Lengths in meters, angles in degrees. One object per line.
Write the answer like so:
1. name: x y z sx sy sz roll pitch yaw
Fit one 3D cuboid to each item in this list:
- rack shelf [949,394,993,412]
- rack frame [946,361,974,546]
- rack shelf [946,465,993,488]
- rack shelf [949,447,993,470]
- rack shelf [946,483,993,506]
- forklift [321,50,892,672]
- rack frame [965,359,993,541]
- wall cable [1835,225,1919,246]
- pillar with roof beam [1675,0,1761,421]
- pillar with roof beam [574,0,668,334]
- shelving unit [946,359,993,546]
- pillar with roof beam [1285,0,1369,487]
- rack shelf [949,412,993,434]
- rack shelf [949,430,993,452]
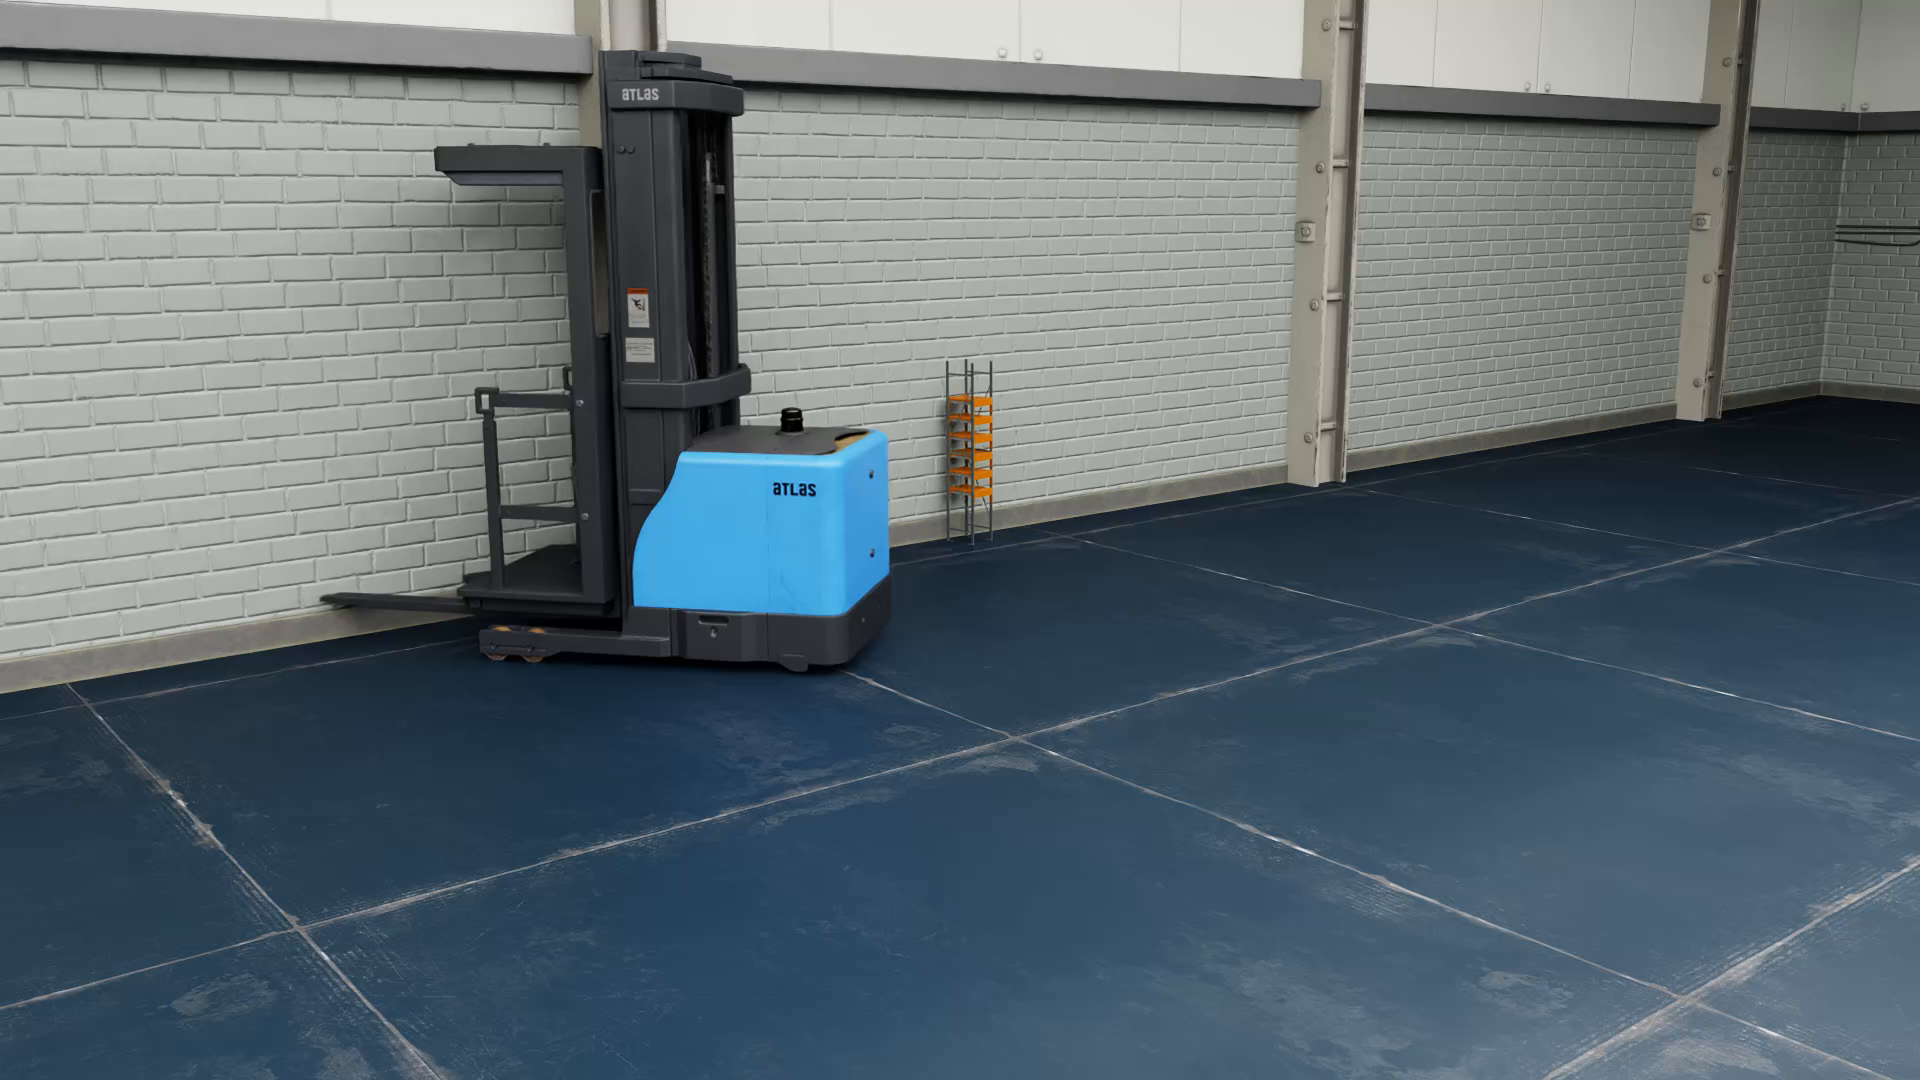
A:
1. rack shelf: 0.061 -0.890 10.908 0.258 0.103 0.180 10 16 41
2. rack frame: 0.000 -0.567 10.907 0.240 1.200 0.006 10 16 41
3. rack shelf: 0.063 -0.420 11.008 0.258 0.103 0.180 10 16 41
4. rack shelf: 0.062 -0.538 10.983 0.258 0.103 0.180 10 16 41
5. rack shelf: 0.063 -0.303 11.032 0.258 0.103 0.180 10 16 41
6. forklift: -1.931 -0.930 8.454 3.031 2.935 1.130 2 12 11
7. rack frame: 0.124 -0.595 11.040 0.240 1.200 0.006 10 16 41
8. wall cable: 10.659 -4.297 17.175 0.112 2.526 3.097 -9 15 -38
9. pillar with roof beam: 10.222 -4.950 12.774 0.400 9.000 9.100 -9 15 -38
10. pillar with roof beam: 0.852 -3.393 5.441 0.400 9.000 9.100 -9 15 -38
11. shelving unit: 0.062 -0.581 10.973 0.258 1.200 0.189 10 16 41
12. pillar with roof beam: 5.537 -4.171 9.108 0.400 9.000 9.100 -9 15 -38
13. rack shelf: 0.061 -0.772 10.933 0.258 0.103 0.180 10 16 41
14. rack shelf: 0.062 -0.655 10.958 0.258 0.103 0.180 10 16 41
